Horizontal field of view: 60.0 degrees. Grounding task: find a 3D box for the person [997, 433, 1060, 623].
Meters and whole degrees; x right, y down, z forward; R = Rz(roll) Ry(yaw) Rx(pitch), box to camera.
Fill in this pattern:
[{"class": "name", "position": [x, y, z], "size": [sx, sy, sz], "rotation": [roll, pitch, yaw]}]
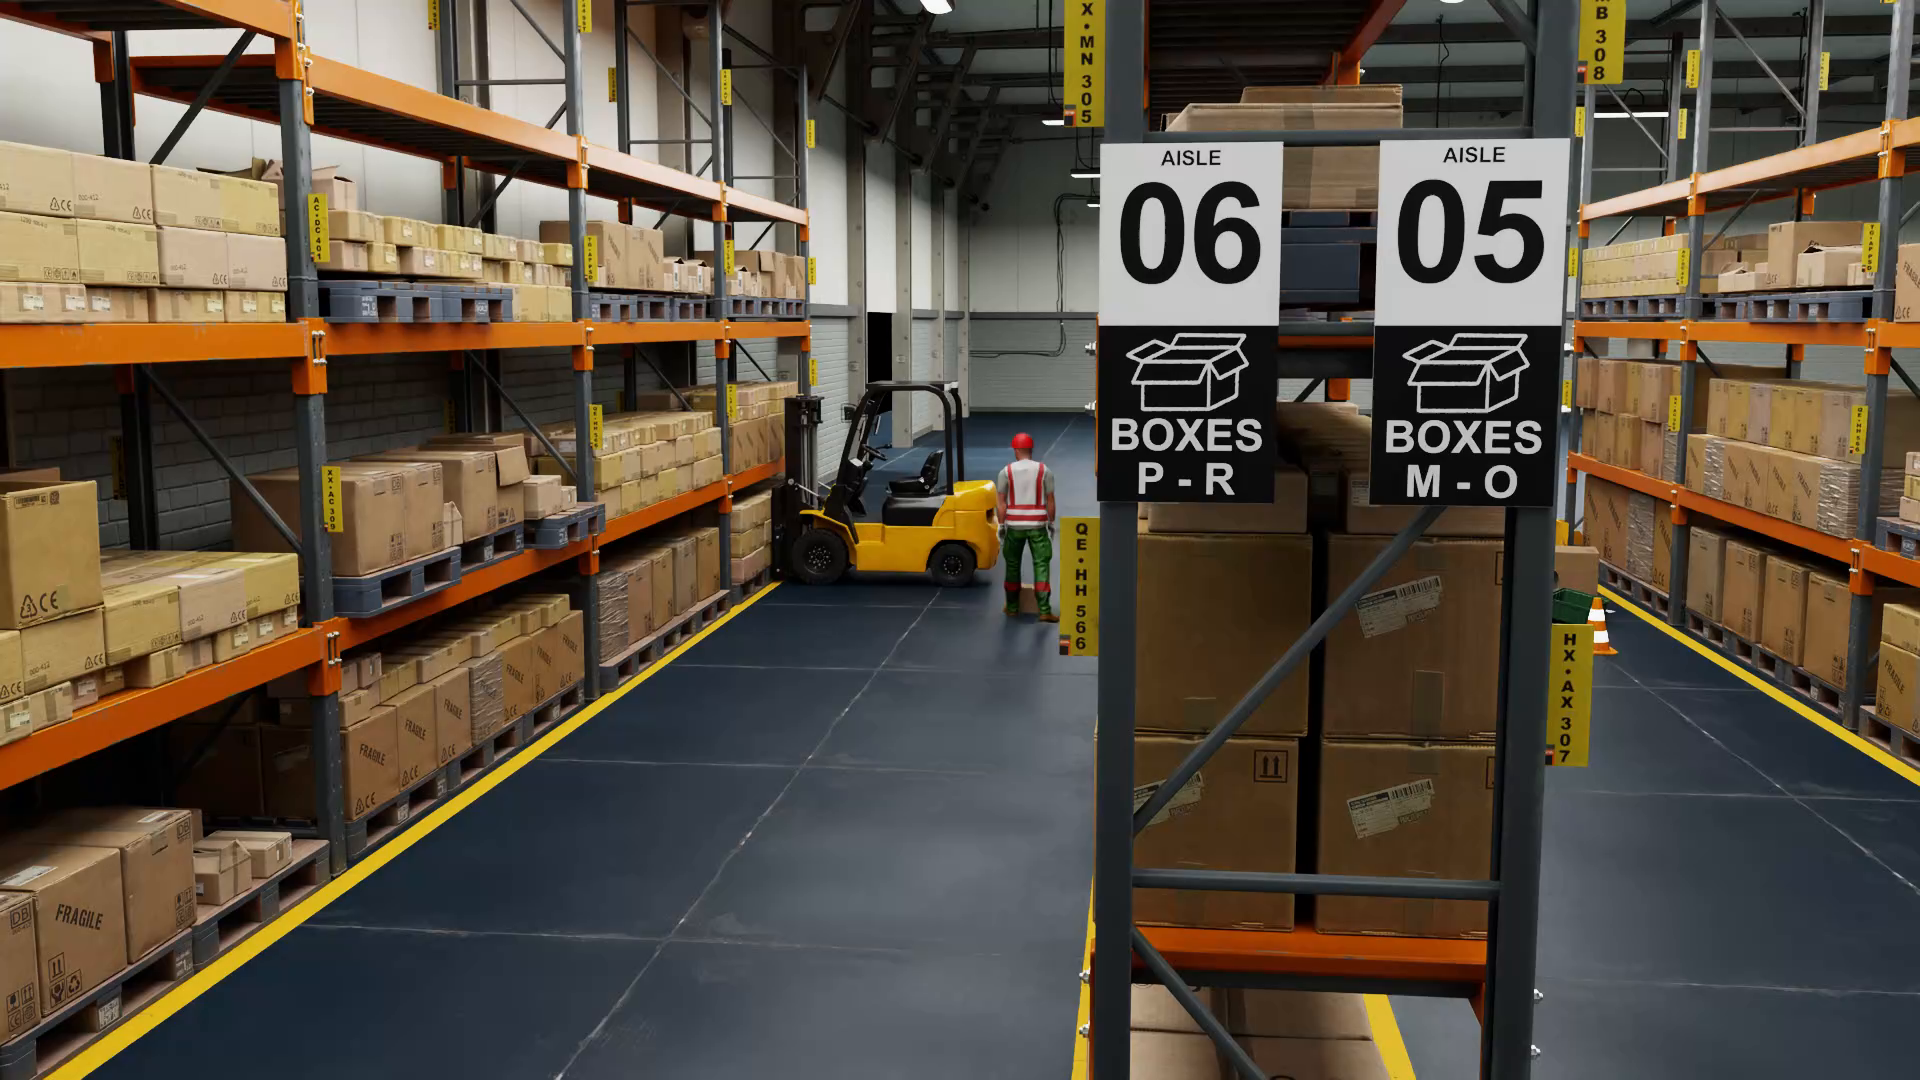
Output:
[{"class": "person", "position": [0.658, -0.124, 15.699], "size": [0.620, 1.776, 0.757], "rotation": [1, 8, 5]}]
